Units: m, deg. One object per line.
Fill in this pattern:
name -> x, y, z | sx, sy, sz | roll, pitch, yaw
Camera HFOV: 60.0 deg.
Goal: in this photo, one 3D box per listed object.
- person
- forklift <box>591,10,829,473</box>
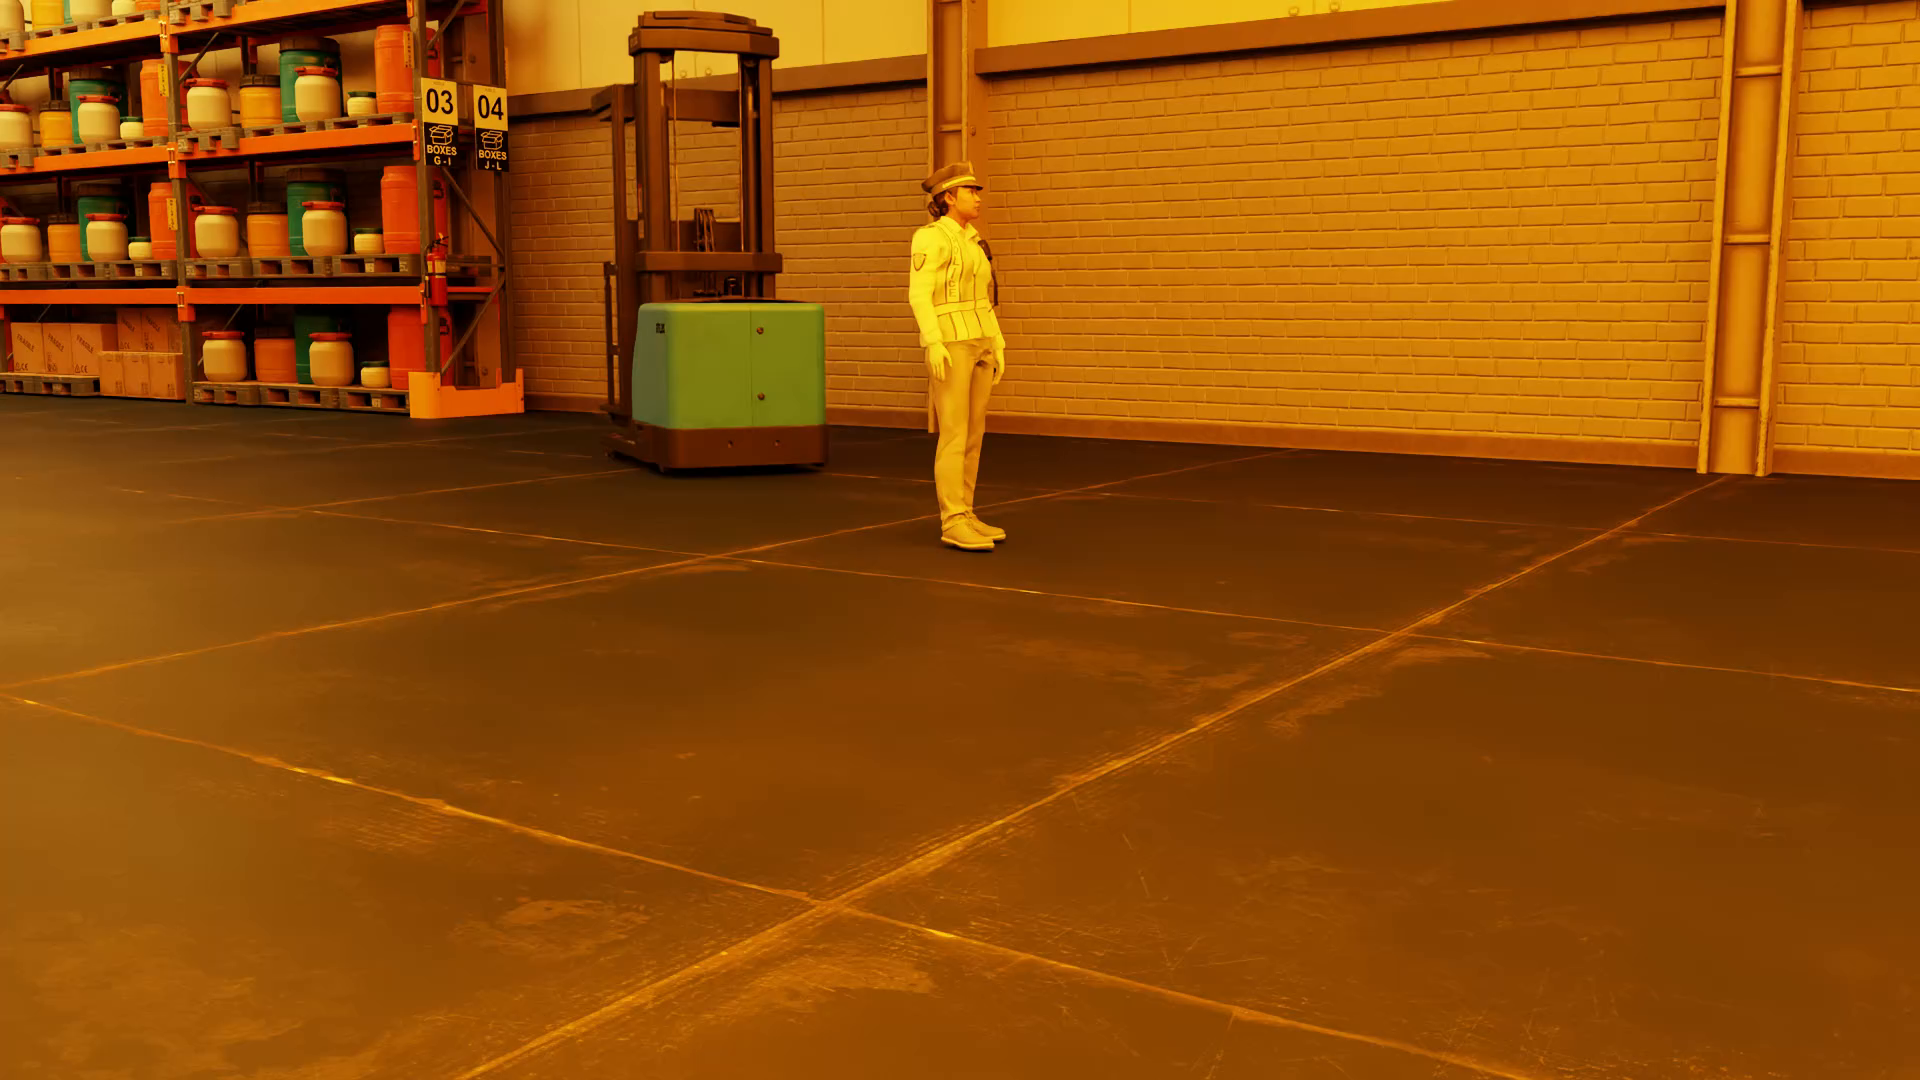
person -> 0.053, -0.840, 7.440 | 0.531, 1.695, 0.587 | 5, 10, 34
forklift -> -1.896, -2.037, 11.516 | 1.130, 2.935, 3.031 | -4, 9, -24
